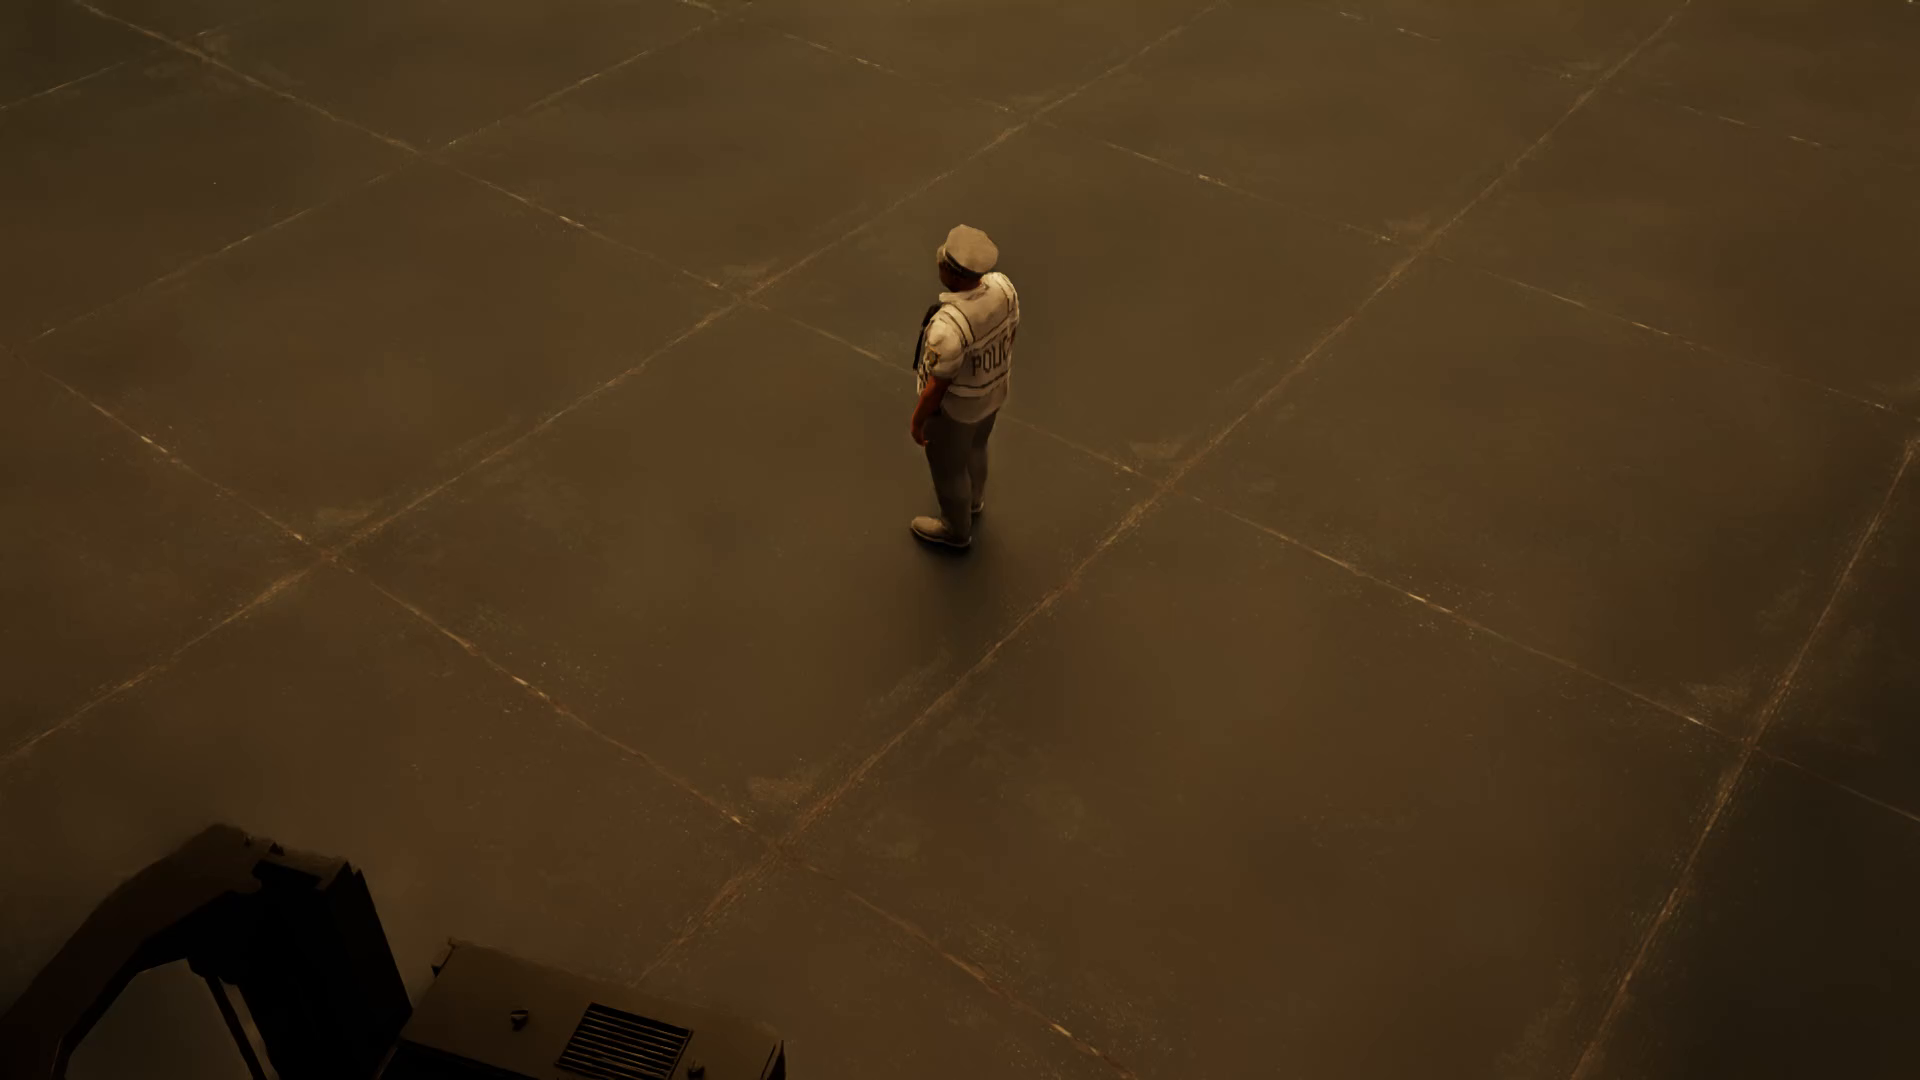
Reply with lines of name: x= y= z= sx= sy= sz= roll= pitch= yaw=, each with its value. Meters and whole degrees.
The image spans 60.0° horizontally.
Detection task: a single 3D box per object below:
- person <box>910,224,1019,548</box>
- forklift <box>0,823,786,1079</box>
person: x=-0.055 y=-0.721 z=7.793 sx=0.574 sy=1.781 sz=0.640 roll=26 pitch=47 yaw=28
forklift: x=-0.942 y=2.011 z=3.716 sx=3.031 sy=2.935 sz=1.130 roll=12 pitch=42 yaw=13
